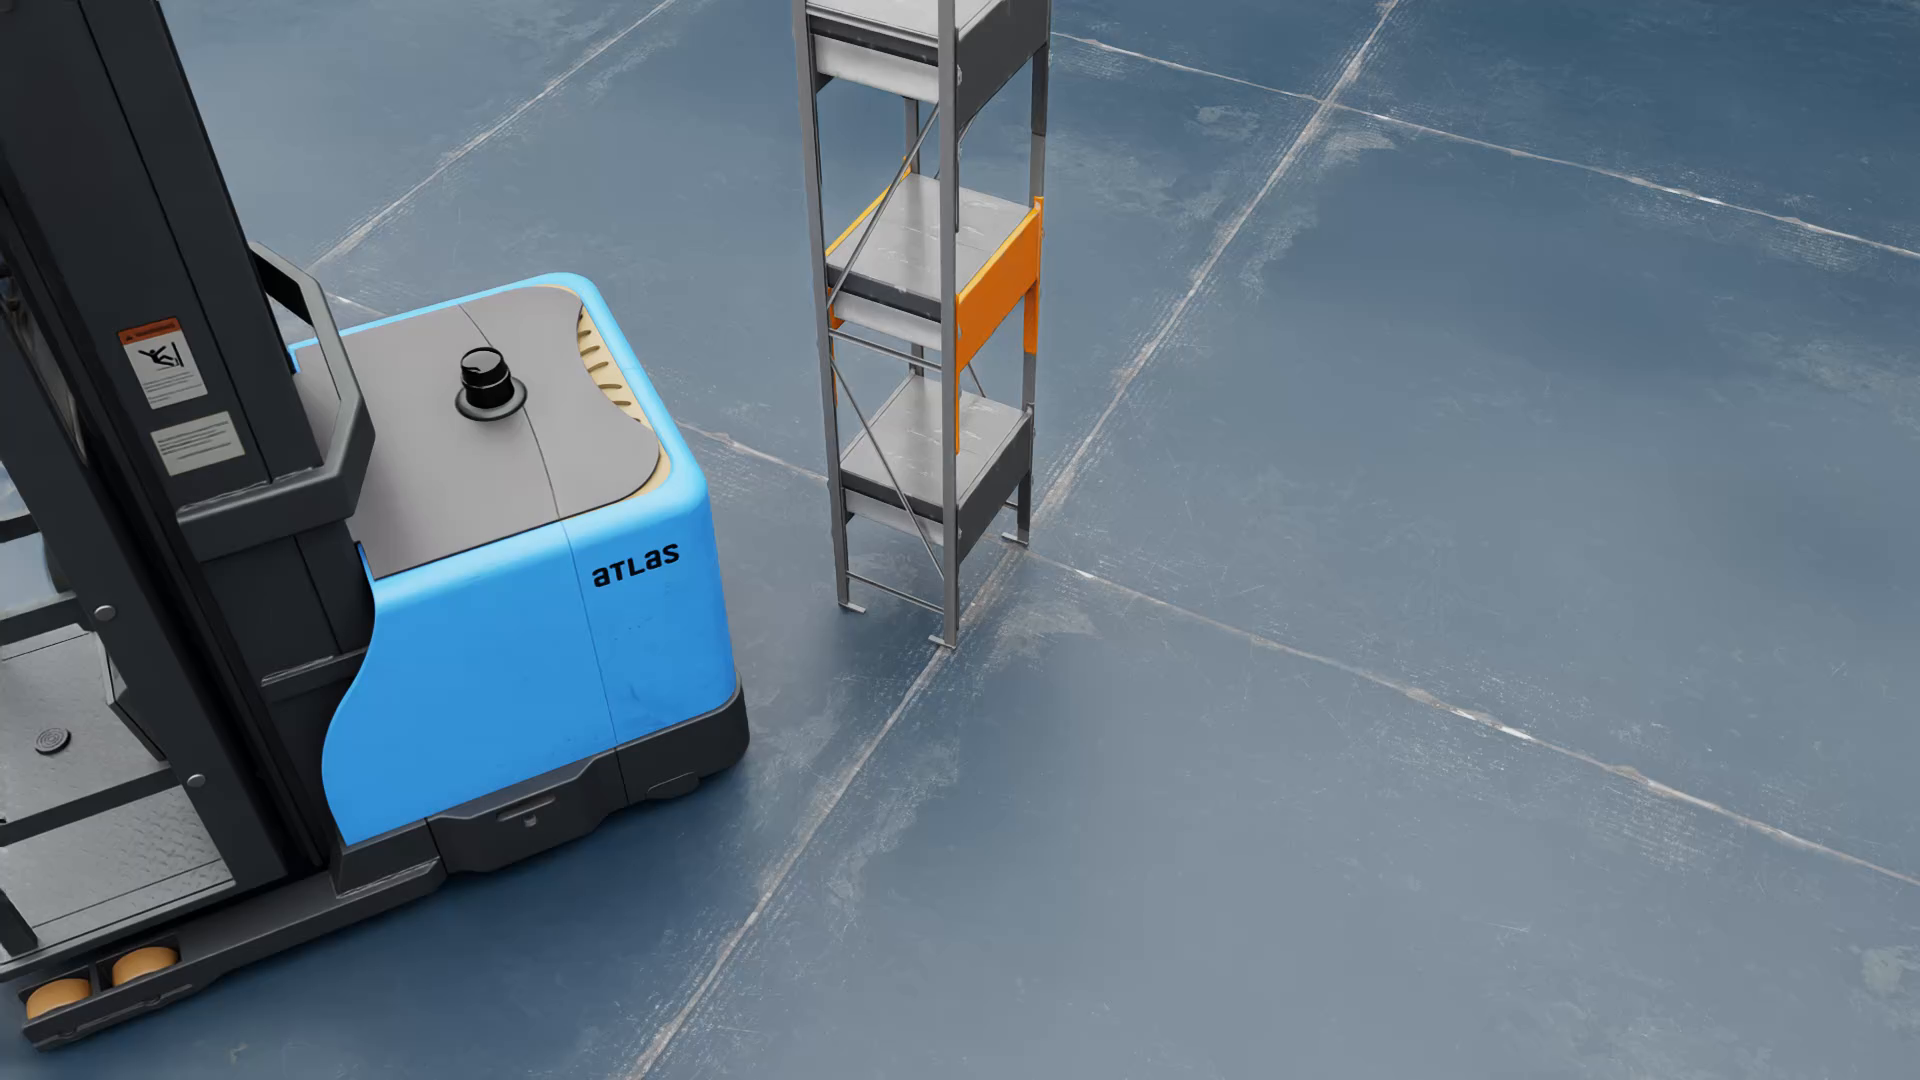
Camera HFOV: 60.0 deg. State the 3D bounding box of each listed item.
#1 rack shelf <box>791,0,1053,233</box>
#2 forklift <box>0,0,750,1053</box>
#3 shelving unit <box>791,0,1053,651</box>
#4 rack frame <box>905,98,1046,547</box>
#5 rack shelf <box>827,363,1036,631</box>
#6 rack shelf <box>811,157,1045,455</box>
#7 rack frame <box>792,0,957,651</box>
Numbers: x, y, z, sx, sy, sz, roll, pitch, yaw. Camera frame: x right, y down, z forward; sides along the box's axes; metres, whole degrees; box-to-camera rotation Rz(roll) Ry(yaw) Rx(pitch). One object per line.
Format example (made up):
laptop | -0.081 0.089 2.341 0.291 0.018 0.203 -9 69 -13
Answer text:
rack shelf | -0.077 -1.116 3.912 0.431 0.518 0.480 20 49 19
forklift | -2.135 -0.242 3.428 3.031 2.935 1.130 -20 49 -18
shelving unit | -0.077 -0.634 4.400 0.431 2.100 0.503 20 49 19
rack frame | 0.036 -0.788 4.552 0.400 2.100 0.015 20 49 19
rack shelf | -0.077 -0.132 4.908 0.431 0.518 0.480 20 49 19
rack shelf | -0.077 -0.624 4.410 0.431 0.518 0.480 20 49 19
rack frame | -0.190 -0.480 4.248 0.400 2.100 0.015 20 49 19
